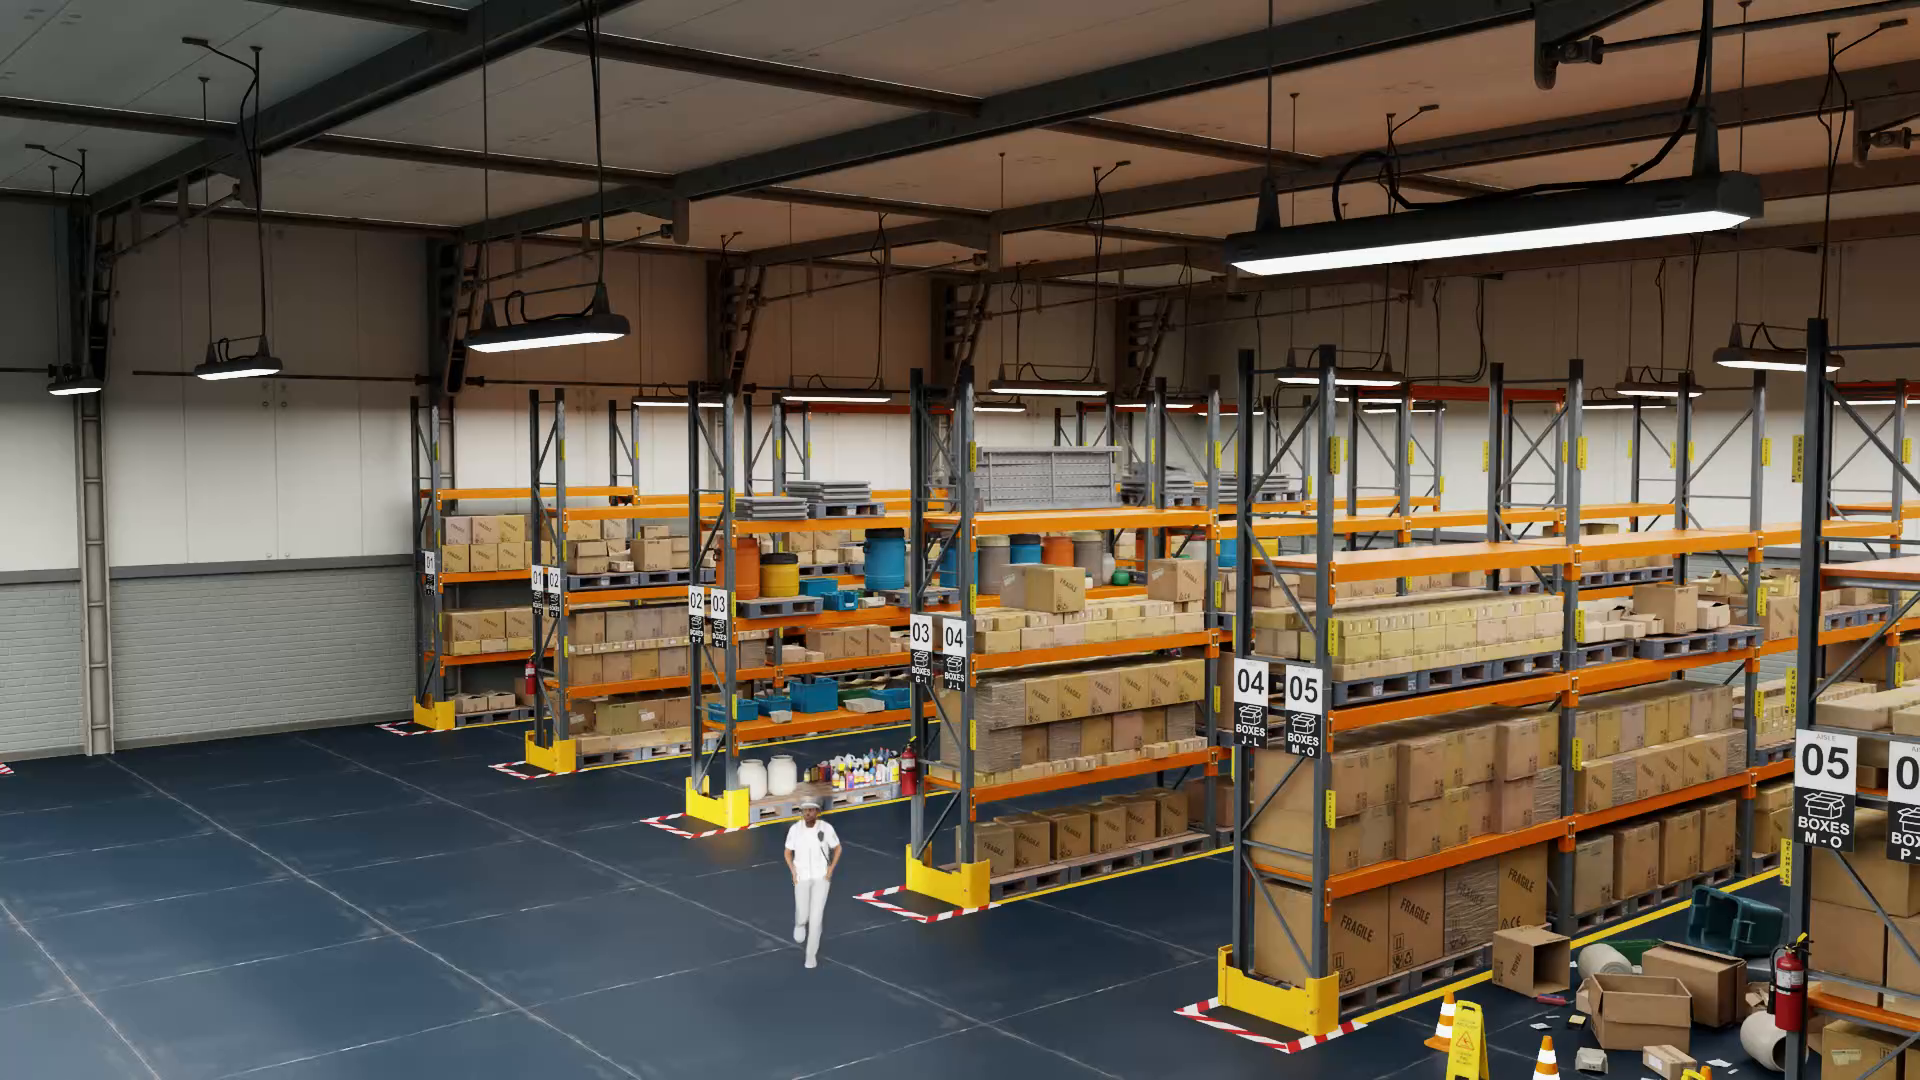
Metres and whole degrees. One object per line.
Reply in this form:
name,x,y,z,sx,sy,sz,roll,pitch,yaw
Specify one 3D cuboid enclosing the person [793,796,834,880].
person,-1.475,2.941,16.533,0.383,0.833,0.351,0,3,-1
